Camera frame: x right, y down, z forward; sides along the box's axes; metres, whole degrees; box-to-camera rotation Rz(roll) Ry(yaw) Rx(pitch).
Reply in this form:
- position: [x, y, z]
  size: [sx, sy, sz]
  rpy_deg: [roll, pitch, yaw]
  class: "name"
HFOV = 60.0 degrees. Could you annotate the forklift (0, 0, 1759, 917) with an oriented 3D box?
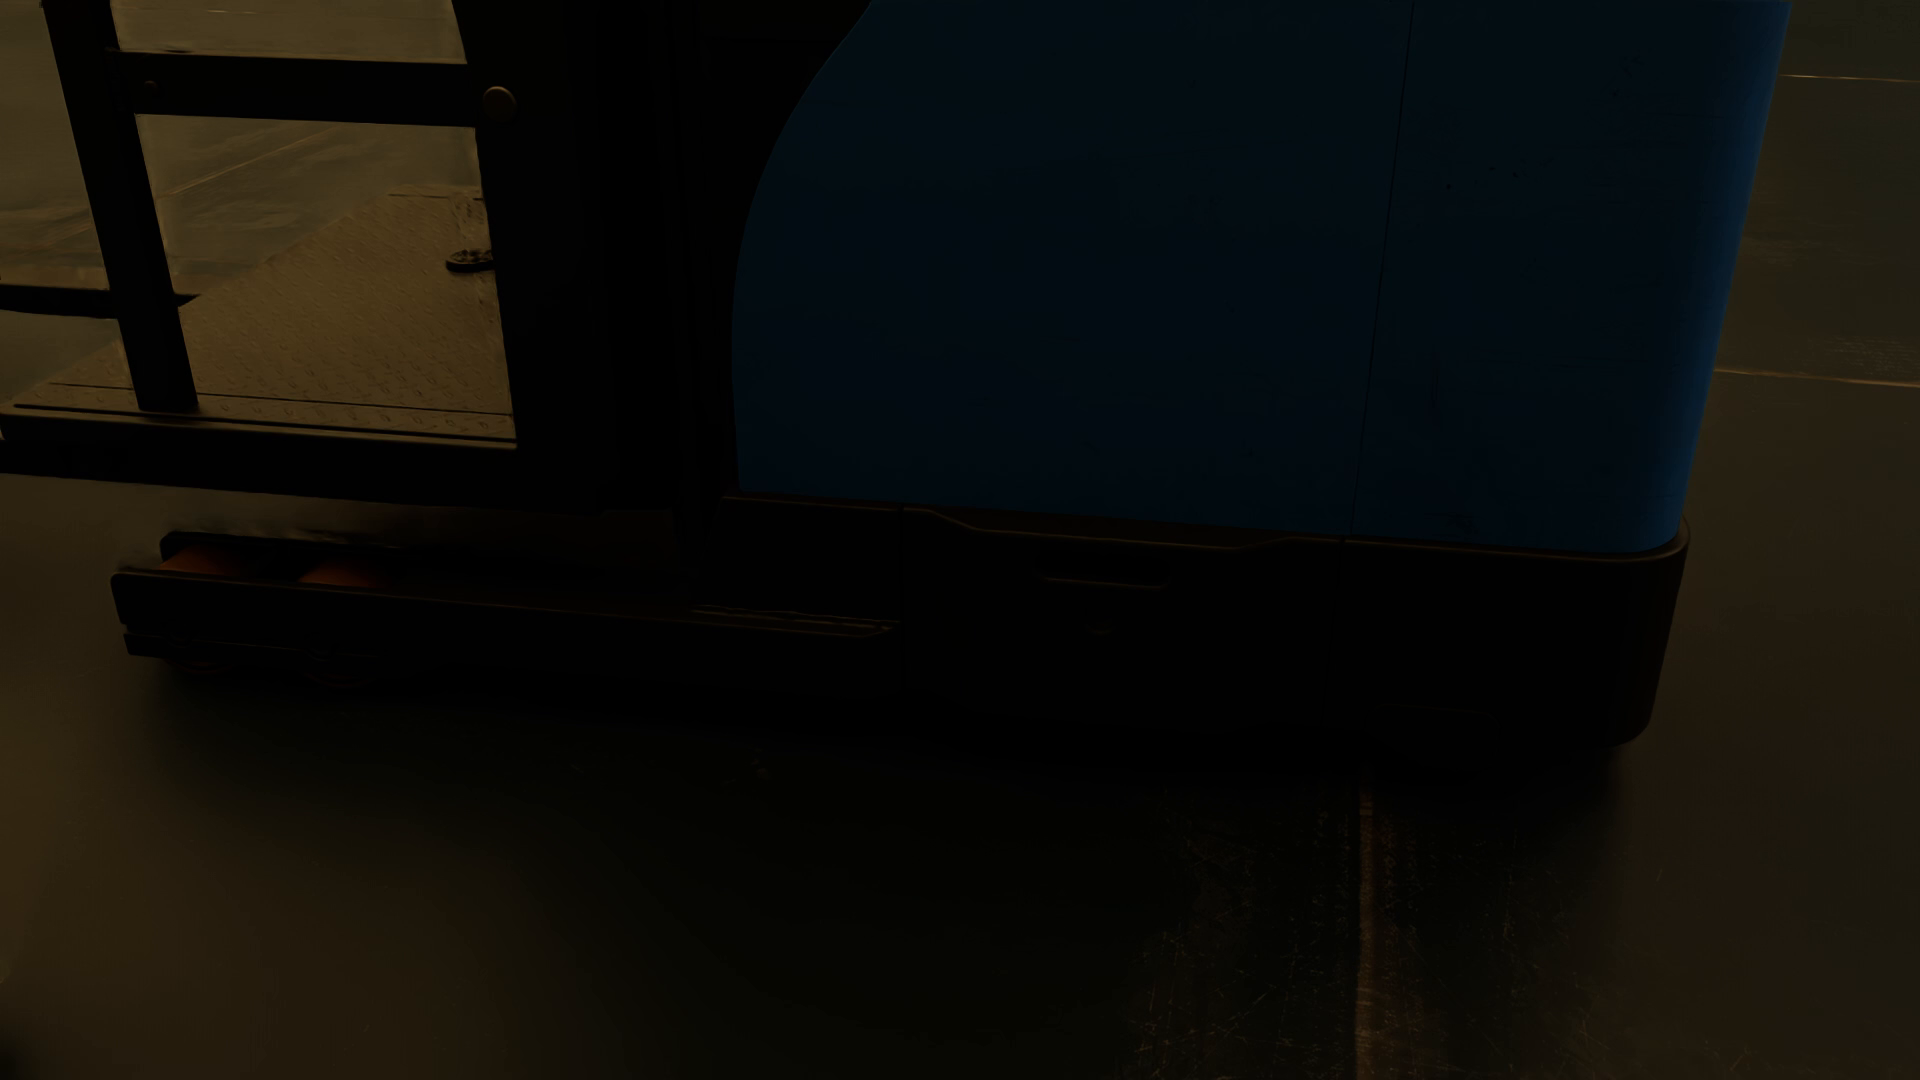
- position: [-0.576, -1.190, 1.604]
  size: [3.031, 2.935, 1.130]
  rpy_deg: [-11, 29, -20]
  class: "forklift"
